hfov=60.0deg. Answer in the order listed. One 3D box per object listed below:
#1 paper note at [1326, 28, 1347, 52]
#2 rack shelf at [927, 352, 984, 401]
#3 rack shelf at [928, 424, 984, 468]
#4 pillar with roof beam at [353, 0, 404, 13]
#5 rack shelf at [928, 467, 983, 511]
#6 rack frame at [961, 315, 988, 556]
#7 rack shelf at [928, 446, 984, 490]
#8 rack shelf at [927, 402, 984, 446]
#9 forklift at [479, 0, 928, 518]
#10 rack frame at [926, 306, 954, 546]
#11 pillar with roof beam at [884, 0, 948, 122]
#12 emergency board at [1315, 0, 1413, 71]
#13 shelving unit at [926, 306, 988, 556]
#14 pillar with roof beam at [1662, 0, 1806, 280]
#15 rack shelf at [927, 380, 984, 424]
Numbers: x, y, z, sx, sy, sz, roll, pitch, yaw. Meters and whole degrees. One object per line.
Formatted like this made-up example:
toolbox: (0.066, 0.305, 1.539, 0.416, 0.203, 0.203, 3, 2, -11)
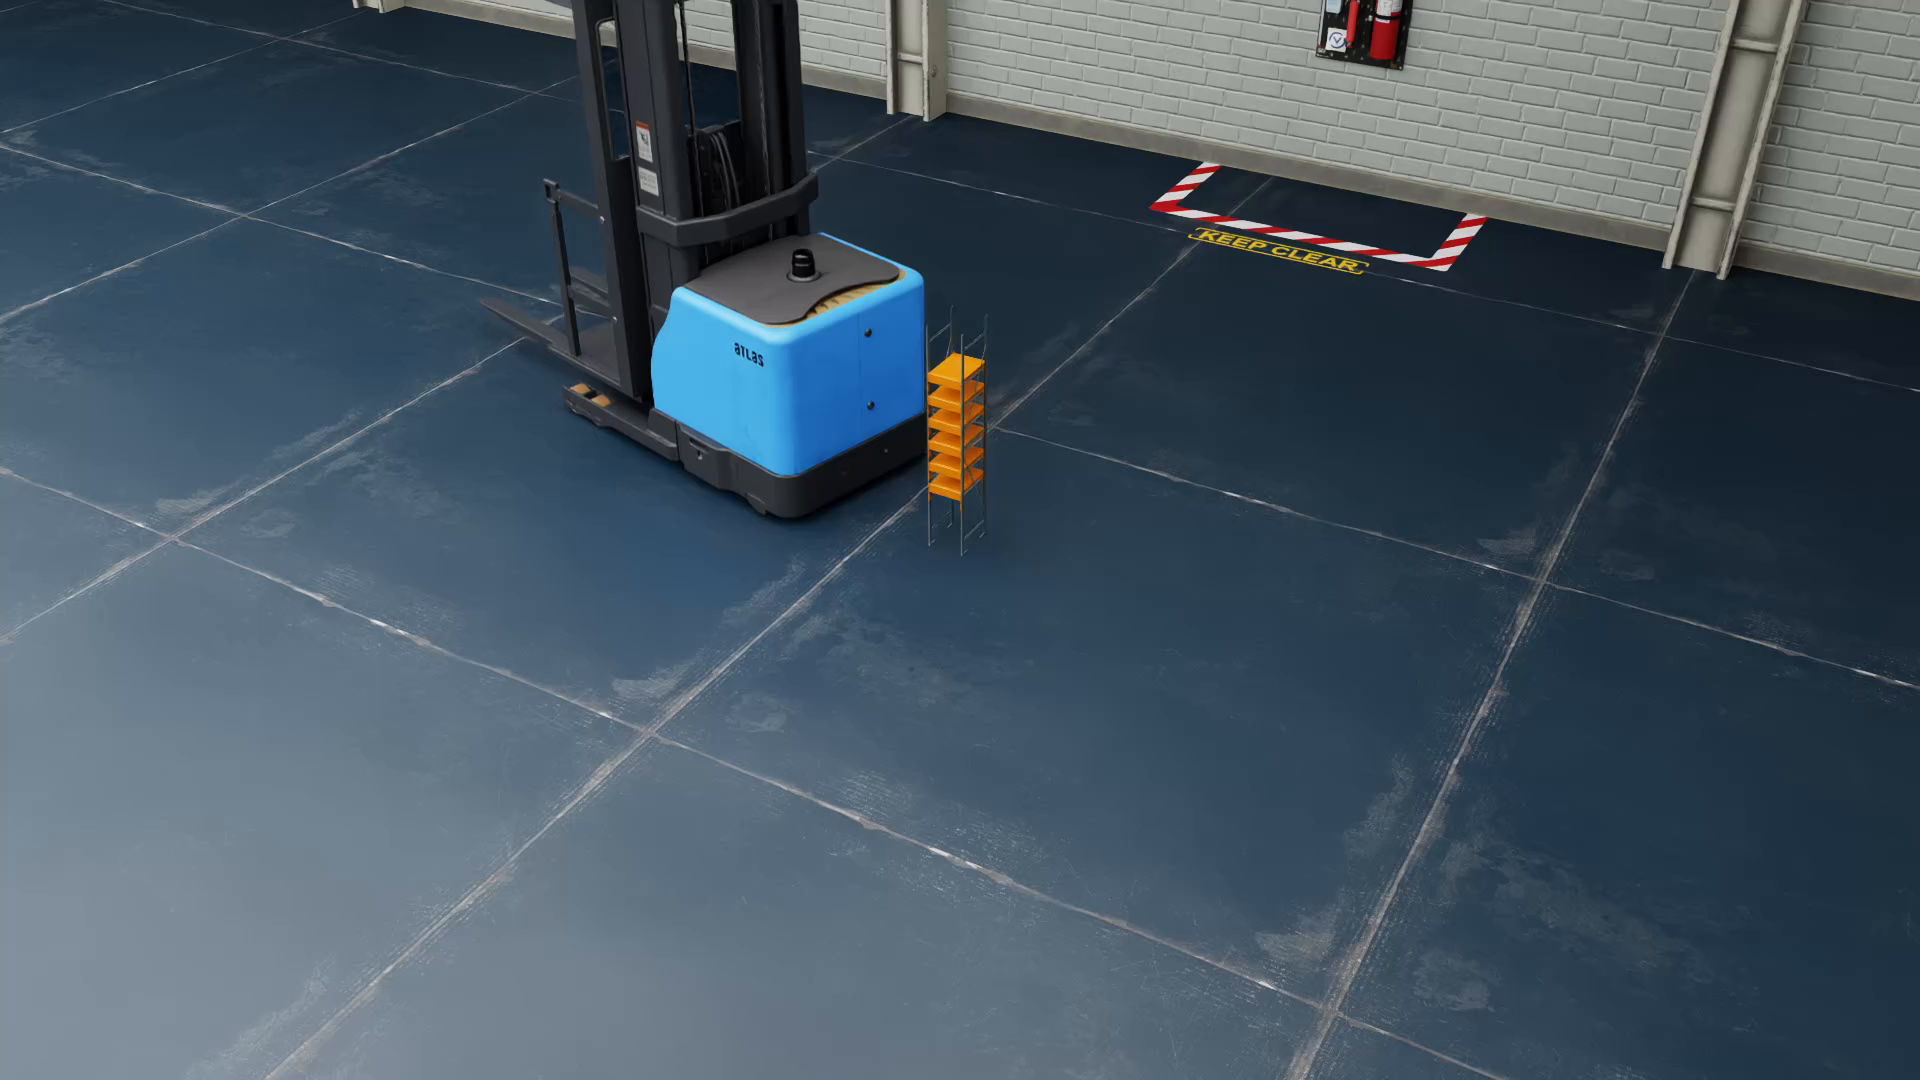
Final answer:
paper note: (2.620, -3.476, 11.558, 0.142, 0.148, 0.016, 18, 37, 24)
rack shelf: (-0.013, -0.766, 7.748, 0.180, 0.103, 0.258, 18, 37, 24)
rack shelf: (-0.013, -0.466, 7.948, 0.180, 0.103, 0.258, 18, 37, 24)
pillar with roof beam: (-7.689, -6.788, 10.325, 0.400, 9.000, 9.100, 18, 37, 24)
rack shelf: (-0.013, -0.267, 8.081, 0.180, 0.103, 0.258, 18, 37, 24)
rack frame: (0.067, -0.478, 7.886, 0.006, 1.200, 0.240, 18, 37, 24)
rack shelf: (-0.013, -0.367, 8.015, 0.180, 0.103, 0.258, 18, 37, 24)
rack shelf: (-0.013, -0.566, 7.882, 0.180, 0.103, 0.258, 18, 37, 24)
forklift: (-1.577, -2.035, 8.661, 3.031, 2.935, 1.130, 28, 43, 35)
rack frame: (-0.092, -0.529, 7.961, 0.006, 1.200, 0.240, 18, 37, 24)
pillar with roof beam: (-2.479, -5.138, 7.847, 0.400, 9.000, 9.100, 18, 37, 24)
emergency board: (2.739, -3.761, 11.191, 0.643, 1.169, 0.194, 18, 37, 24)
shelving unit: (-0.013, -0.503, 7.923, 0.189, 1.200, 0.258, 18, 37, 24)
pillar with roof beam: (2.730, -3.488, 5.369, 0.400, 9.000, 9.100, 18, 37, 24)
rack shelf: (-0.013, -0.666, 7.815, 0.180, 0.103, 0.258, 18, 37, 24)
